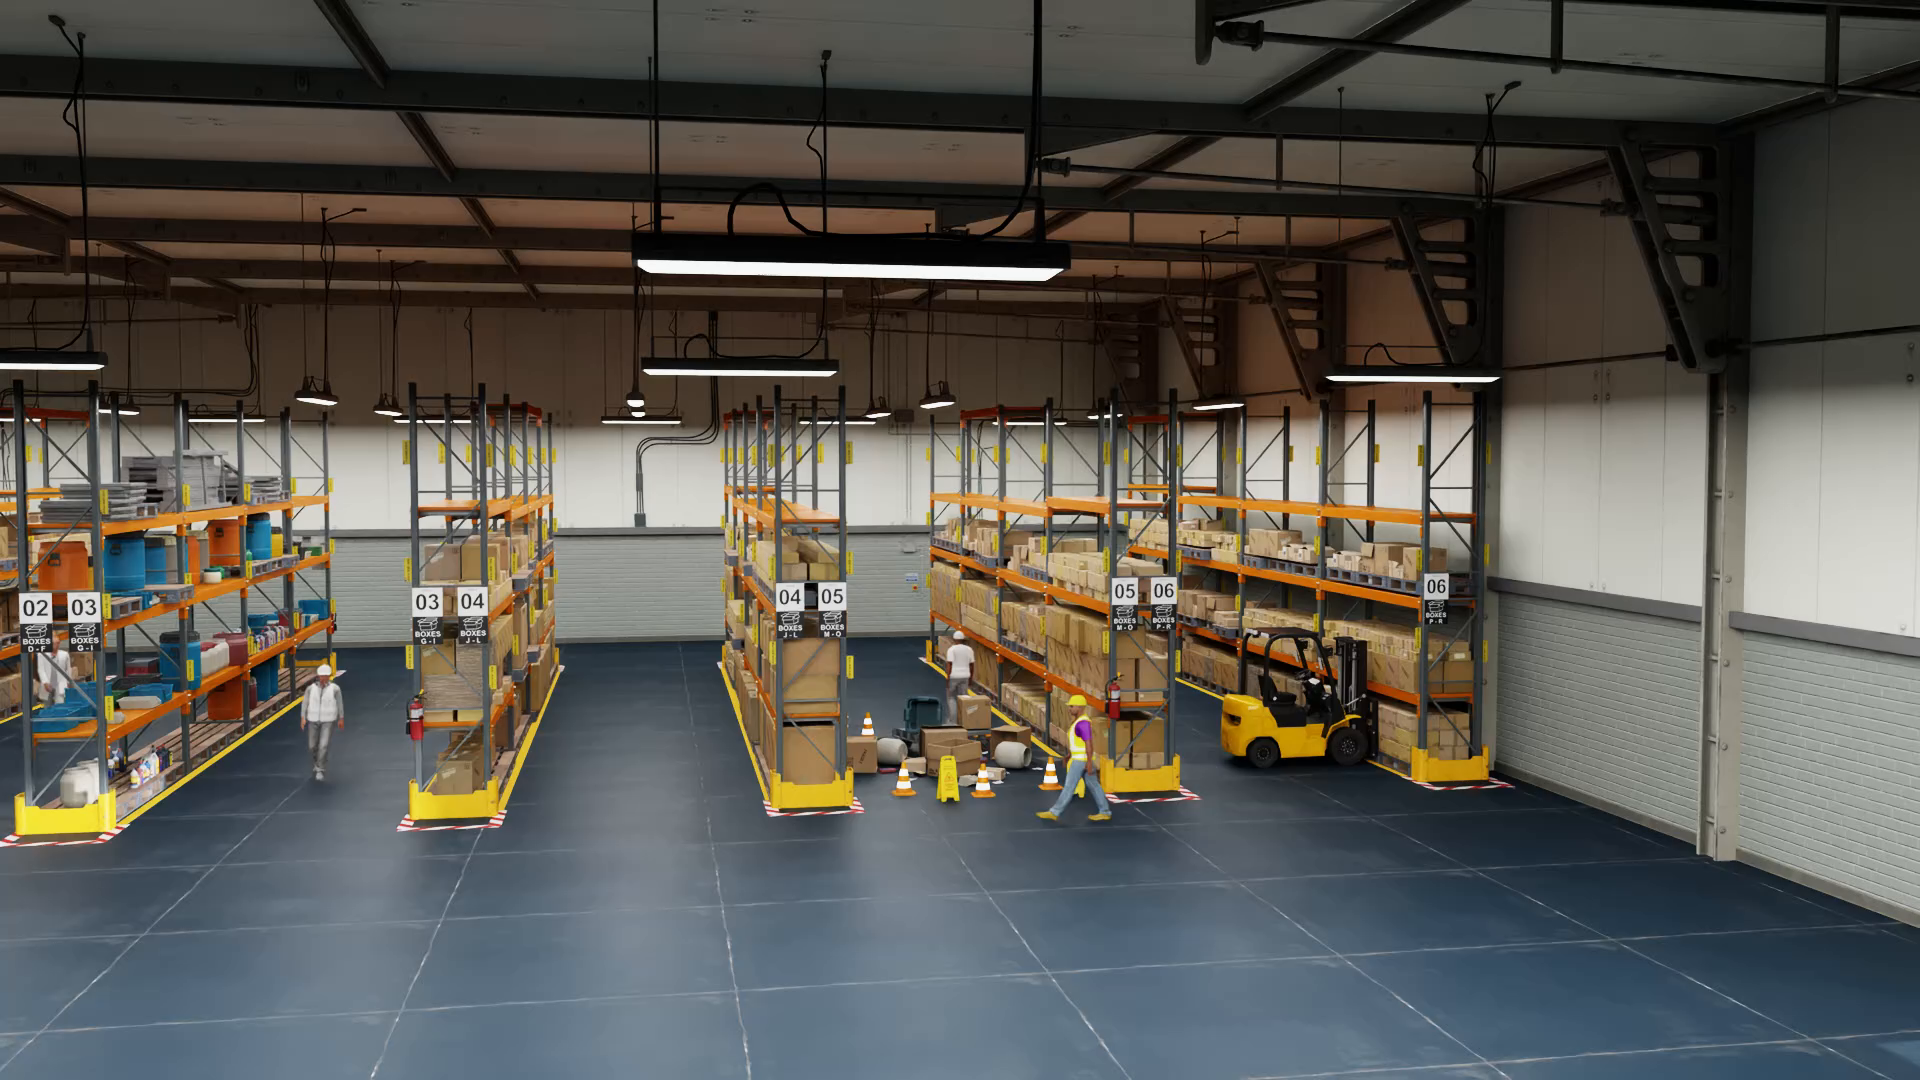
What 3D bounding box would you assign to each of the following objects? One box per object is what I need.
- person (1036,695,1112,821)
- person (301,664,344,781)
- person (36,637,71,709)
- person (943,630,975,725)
[{"bbox_3d":[1.562,2.966,22.657,1.019,1.709,0.579,0,3,6],"label":"person"},{"bbox_3d":[-9.957,2.822,25.952,0.612,1.754,0.798,-1,3,-12],"label":"person"},{"bbox_3d":[-16.370,2.610,30.056,0.550,1.706,1.143,-2,3,-29],"label":"person"},{"bbox_3d":[-0.002,2.584,30.773,0.613,1.805,0.604,-1,3,-24],"label":"person"}]
